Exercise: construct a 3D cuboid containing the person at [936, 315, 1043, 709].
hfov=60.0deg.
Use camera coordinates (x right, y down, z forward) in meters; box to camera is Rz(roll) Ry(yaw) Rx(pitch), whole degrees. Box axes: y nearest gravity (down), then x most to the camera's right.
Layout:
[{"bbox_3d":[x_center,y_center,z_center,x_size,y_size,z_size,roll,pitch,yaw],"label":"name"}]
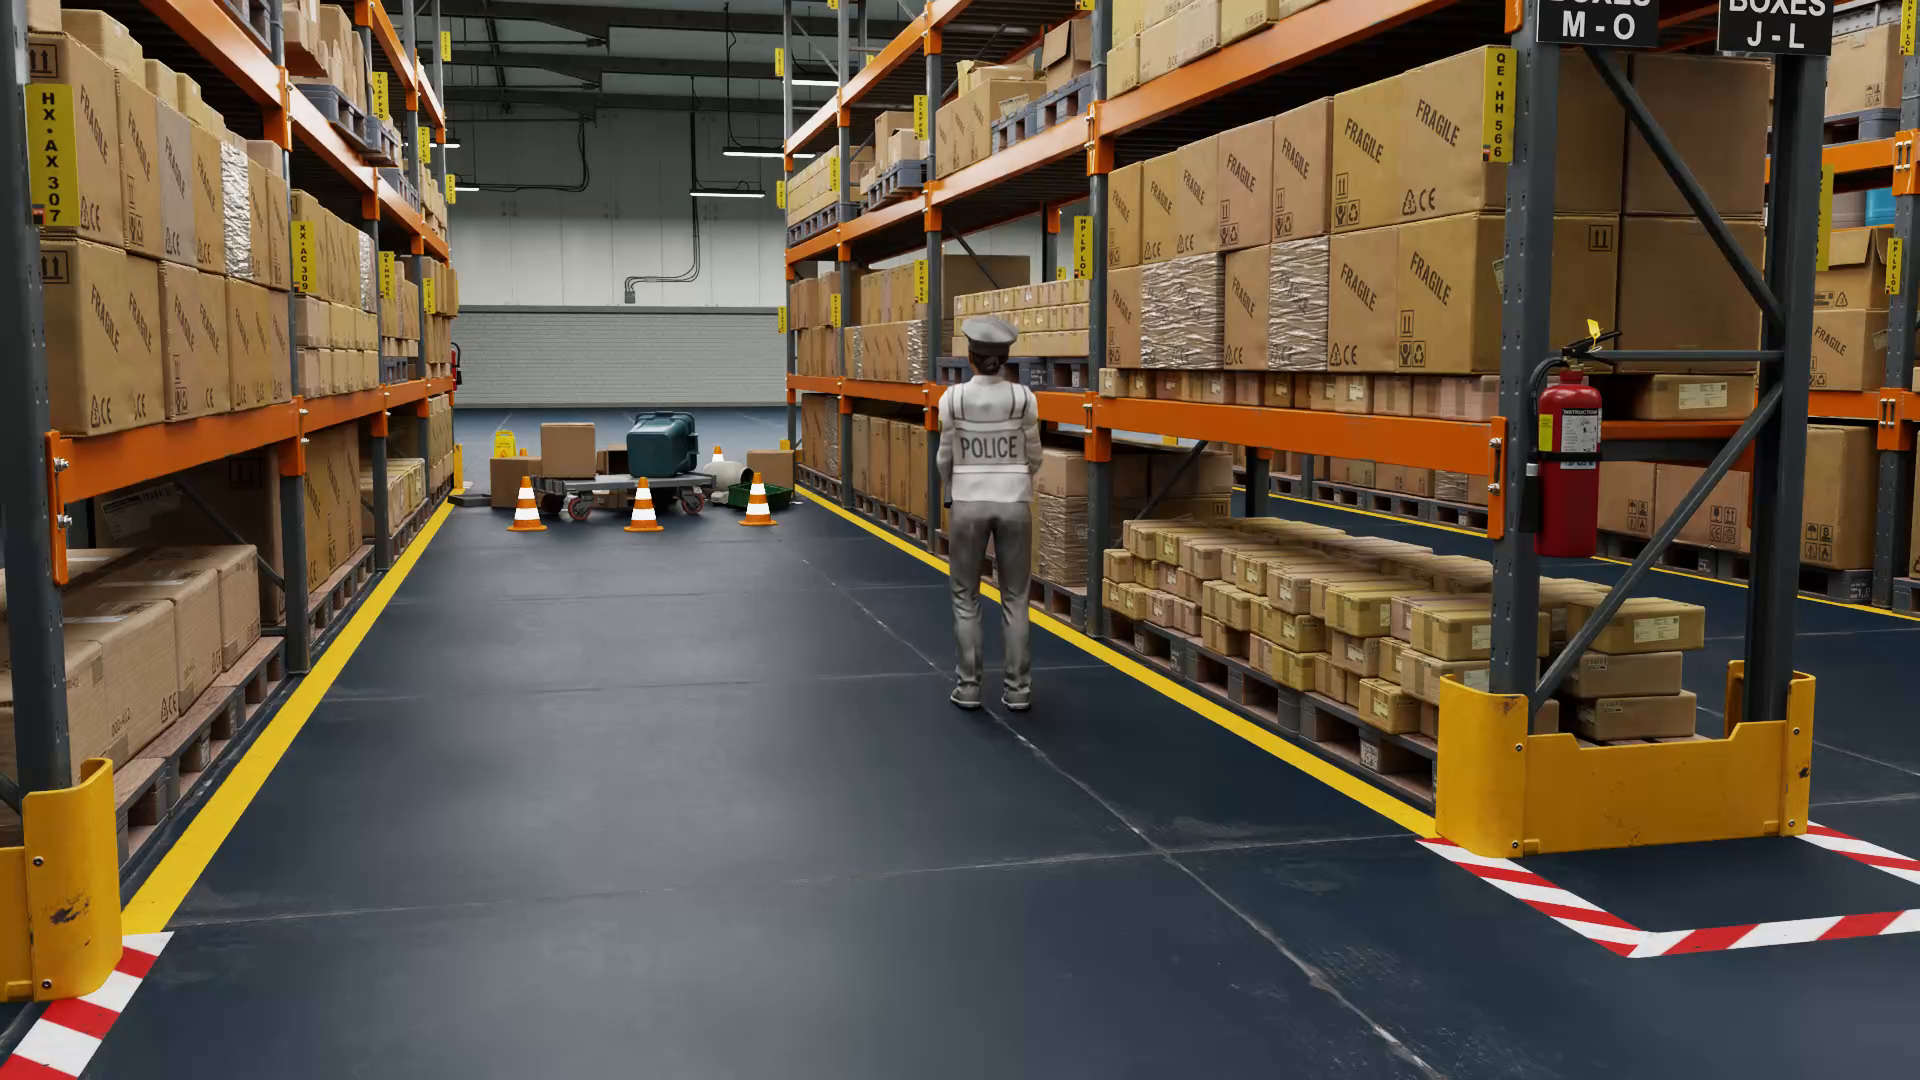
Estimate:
[{"bbox_3d":[0.126,-0.118,7.168,0.459,1.688,0.543,0,6,-3],"label":"person"}]
